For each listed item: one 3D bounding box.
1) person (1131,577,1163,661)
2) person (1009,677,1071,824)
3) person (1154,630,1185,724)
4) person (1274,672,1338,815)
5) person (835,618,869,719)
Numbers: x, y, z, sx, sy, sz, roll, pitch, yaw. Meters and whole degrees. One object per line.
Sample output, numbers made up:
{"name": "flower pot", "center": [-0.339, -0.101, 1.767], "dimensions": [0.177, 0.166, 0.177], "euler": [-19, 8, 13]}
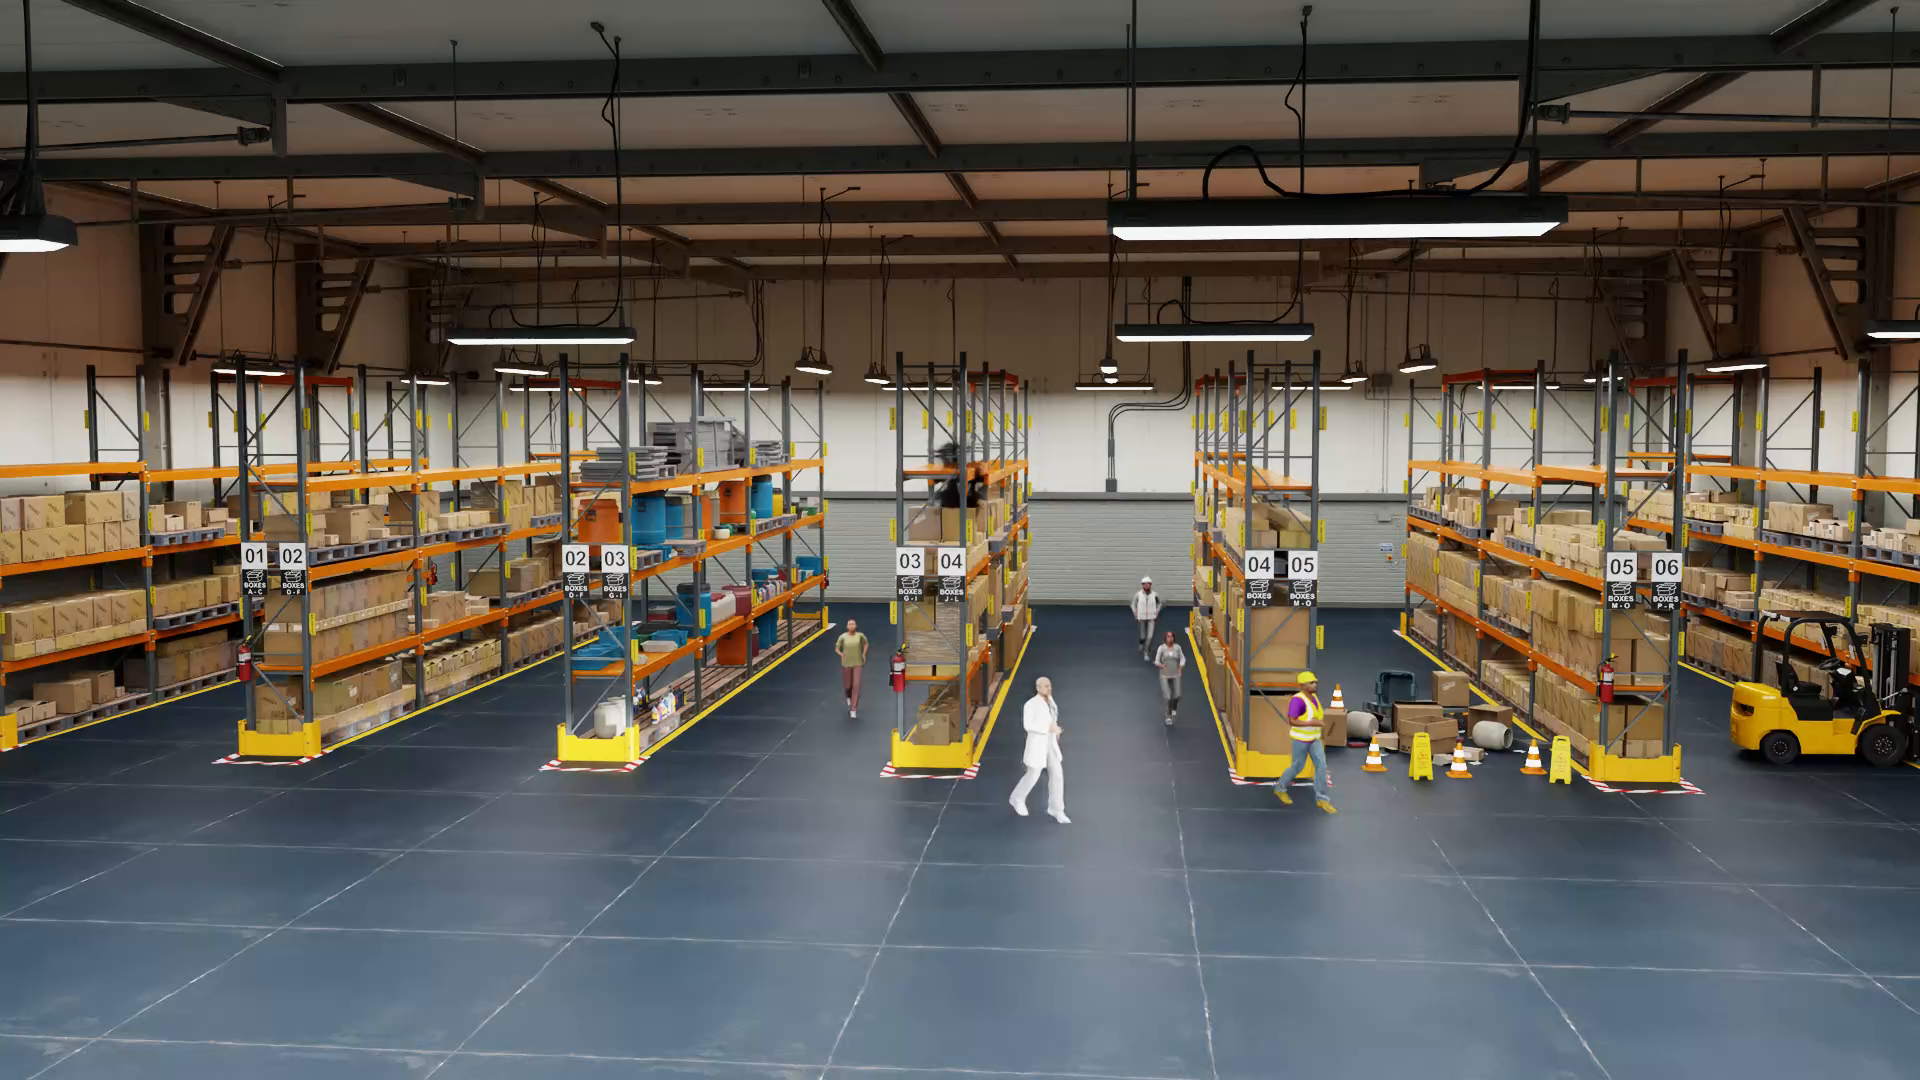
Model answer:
{"name": "person", "center": [3.947, 1.654, 35.125], "dimensions": [0.668, 1.746, 0.712], "euler": [0, 4, 4]}
{"name": "person", "center": [1.016, 2.631, 20.908], "dimensions": [0.862, 1.845, 0.736], "euler": [4, 6, 43]}
{"name": "person", "center": [3.472, 2.282, 27.390], "dimensions": [0.526, 1.536, 0.536], "euler": [0, 4, 0]}
{"name": "person", "center": [4.425, 2.582, 21.376], "dimensions": [0.687, 1.799, 0.890], "euler": [-3, 5, -40]}
{"name": "person", "center": [-1.845, 2.157, 28.411], "dimensions": [0.579, 1.672, 0.922], "euler": [0, 4, -5]}
